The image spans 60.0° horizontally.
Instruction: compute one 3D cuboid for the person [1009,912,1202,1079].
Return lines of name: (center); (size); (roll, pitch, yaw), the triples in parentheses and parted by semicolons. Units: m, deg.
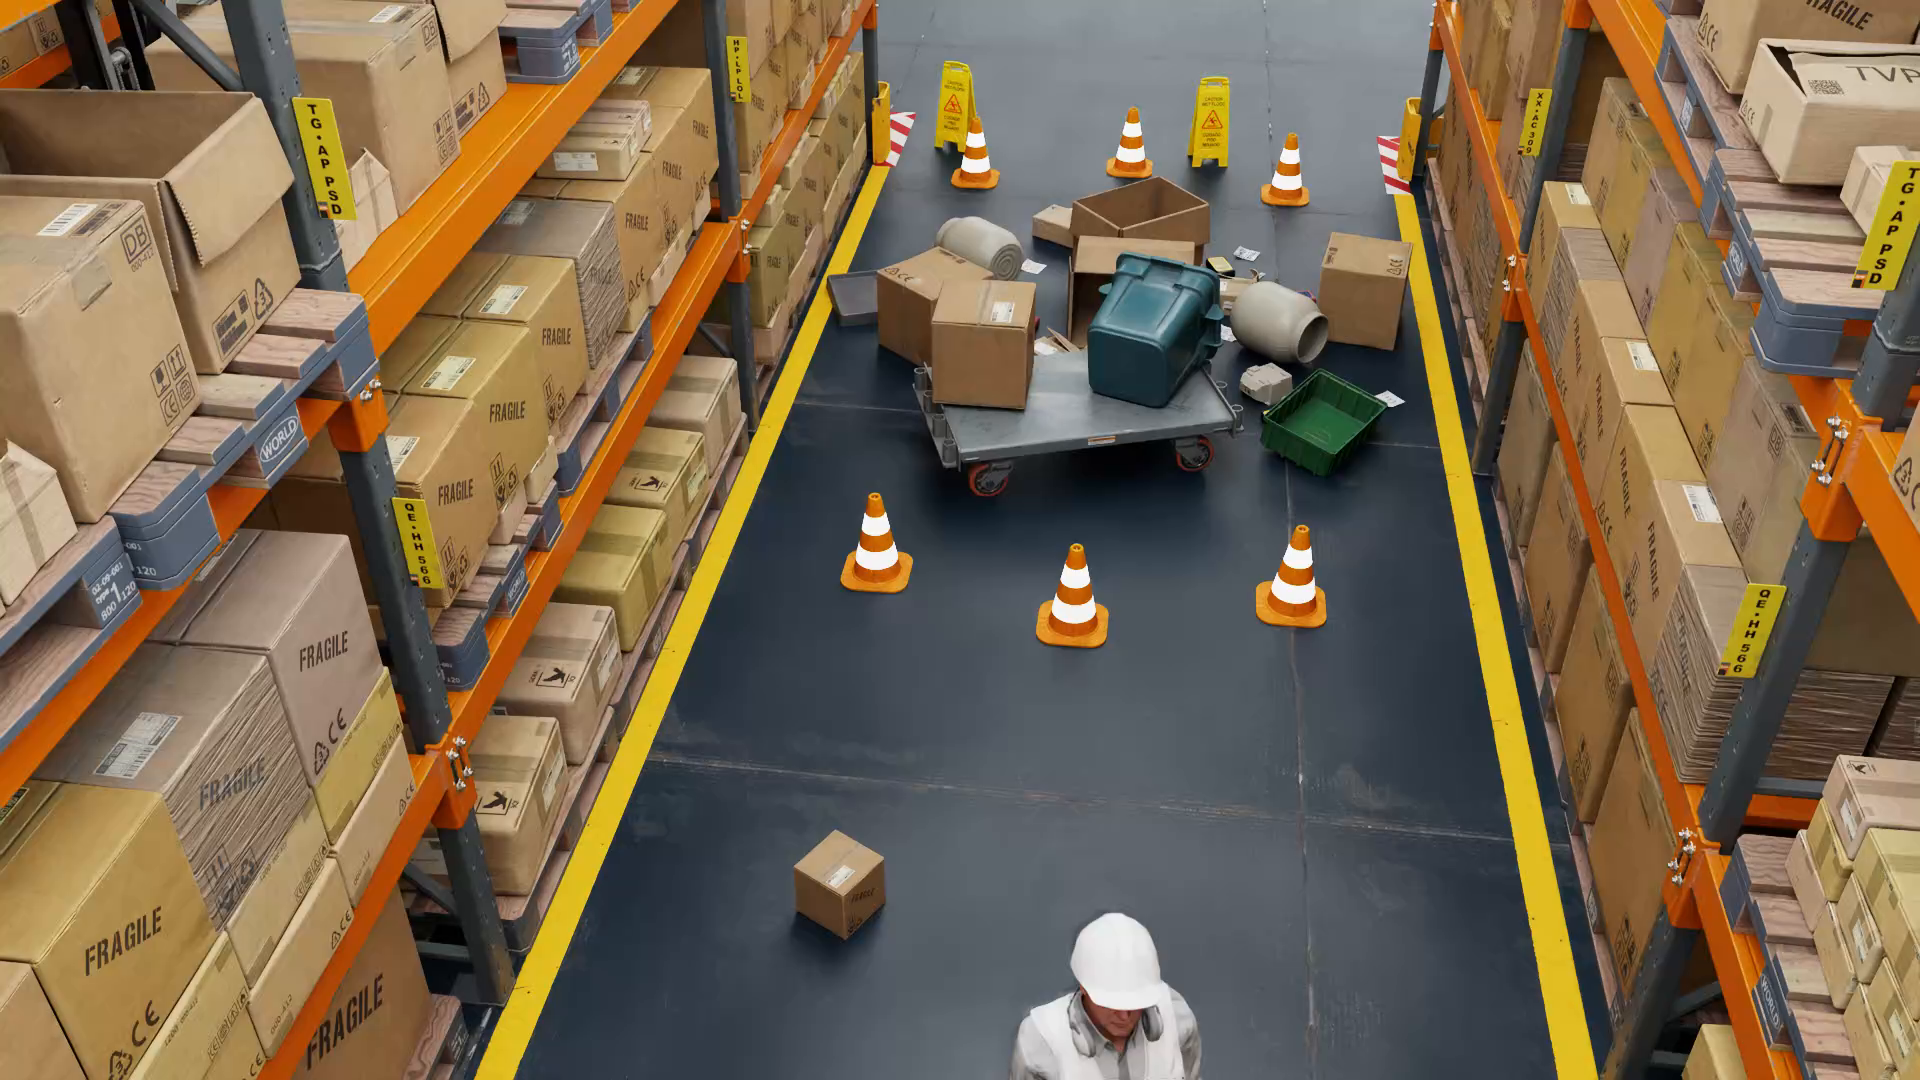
person: (0.416, 1.758, 4.589); (0.536, 1.809, 0.479); (-12, 38, -16)
